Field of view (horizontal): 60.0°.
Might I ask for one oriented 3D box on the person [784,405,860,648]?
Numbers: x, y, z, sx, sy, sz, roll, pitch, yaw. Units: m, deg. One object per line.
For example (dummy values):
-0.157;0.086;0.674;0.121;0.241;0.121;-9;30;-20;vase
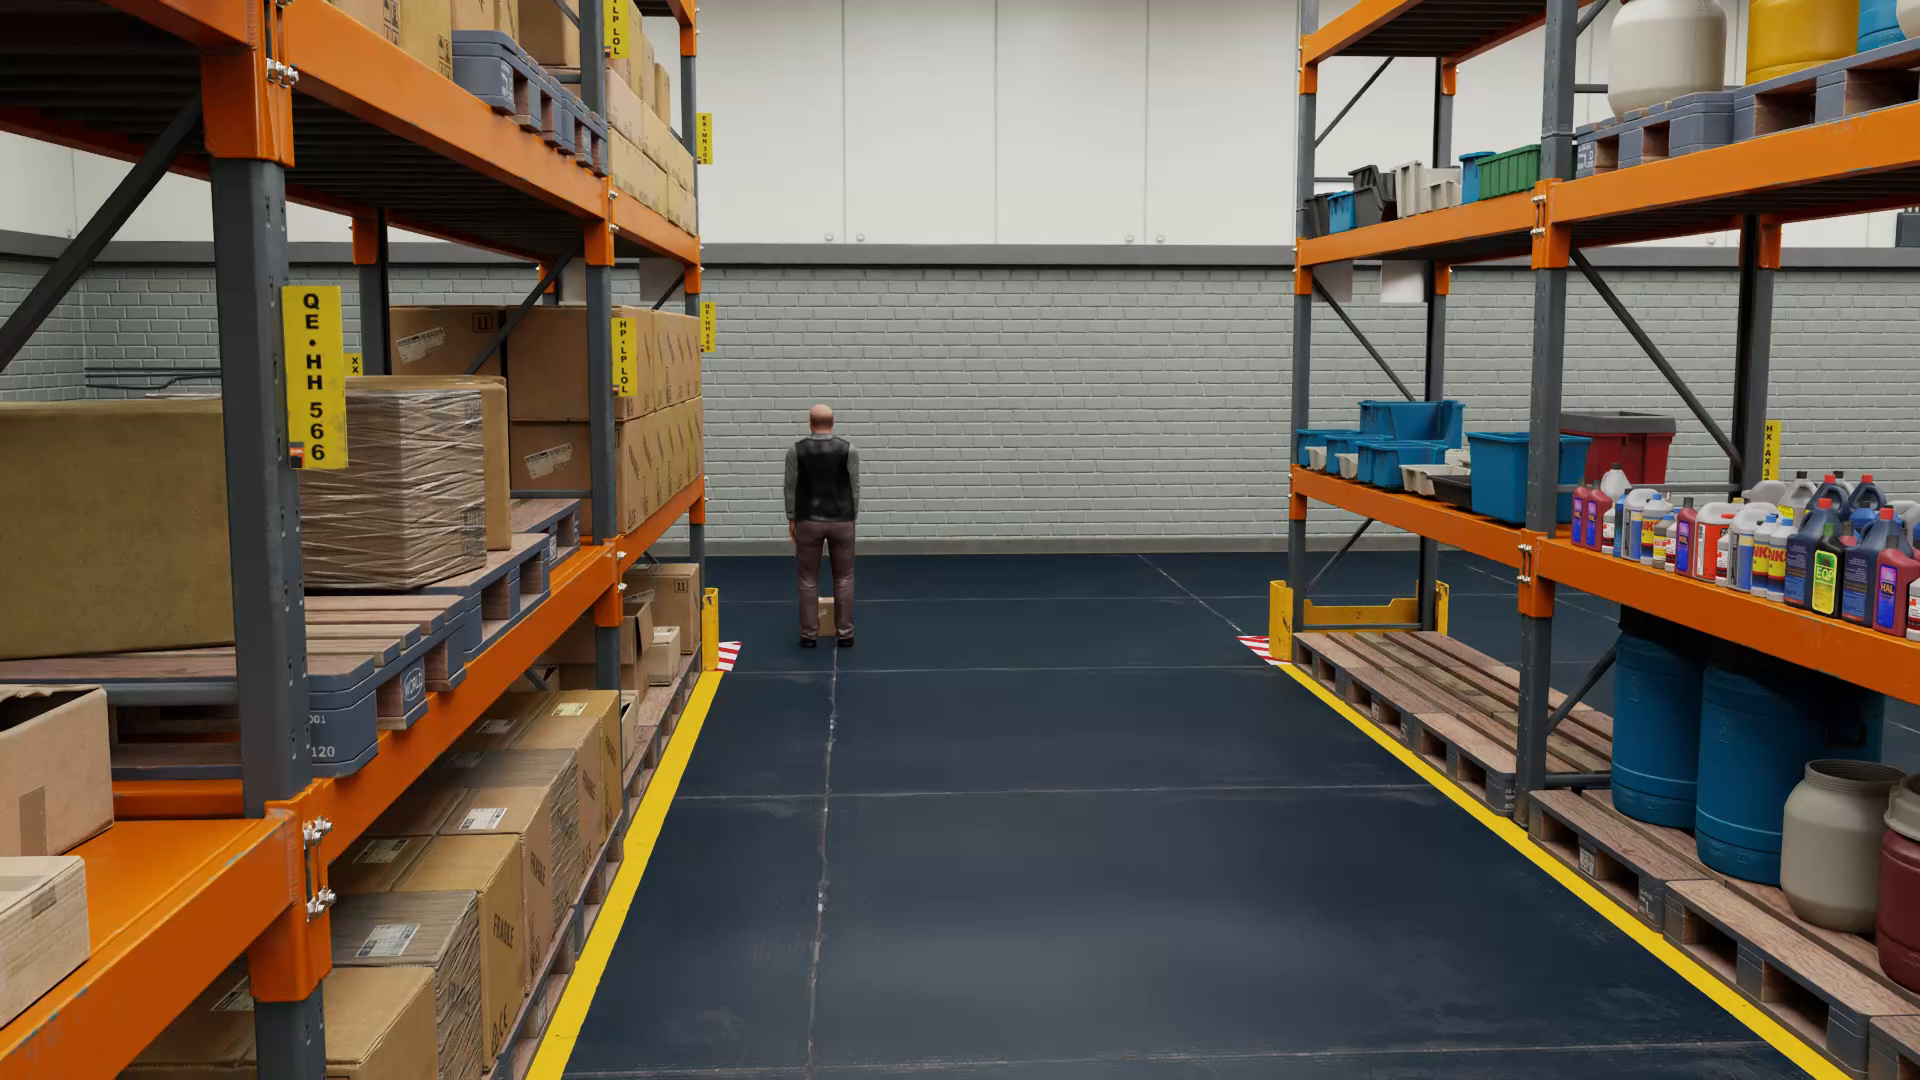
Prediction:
-0.973;-0.097;11.736;0.536;1.710;0.354;-1;7;-5;person
